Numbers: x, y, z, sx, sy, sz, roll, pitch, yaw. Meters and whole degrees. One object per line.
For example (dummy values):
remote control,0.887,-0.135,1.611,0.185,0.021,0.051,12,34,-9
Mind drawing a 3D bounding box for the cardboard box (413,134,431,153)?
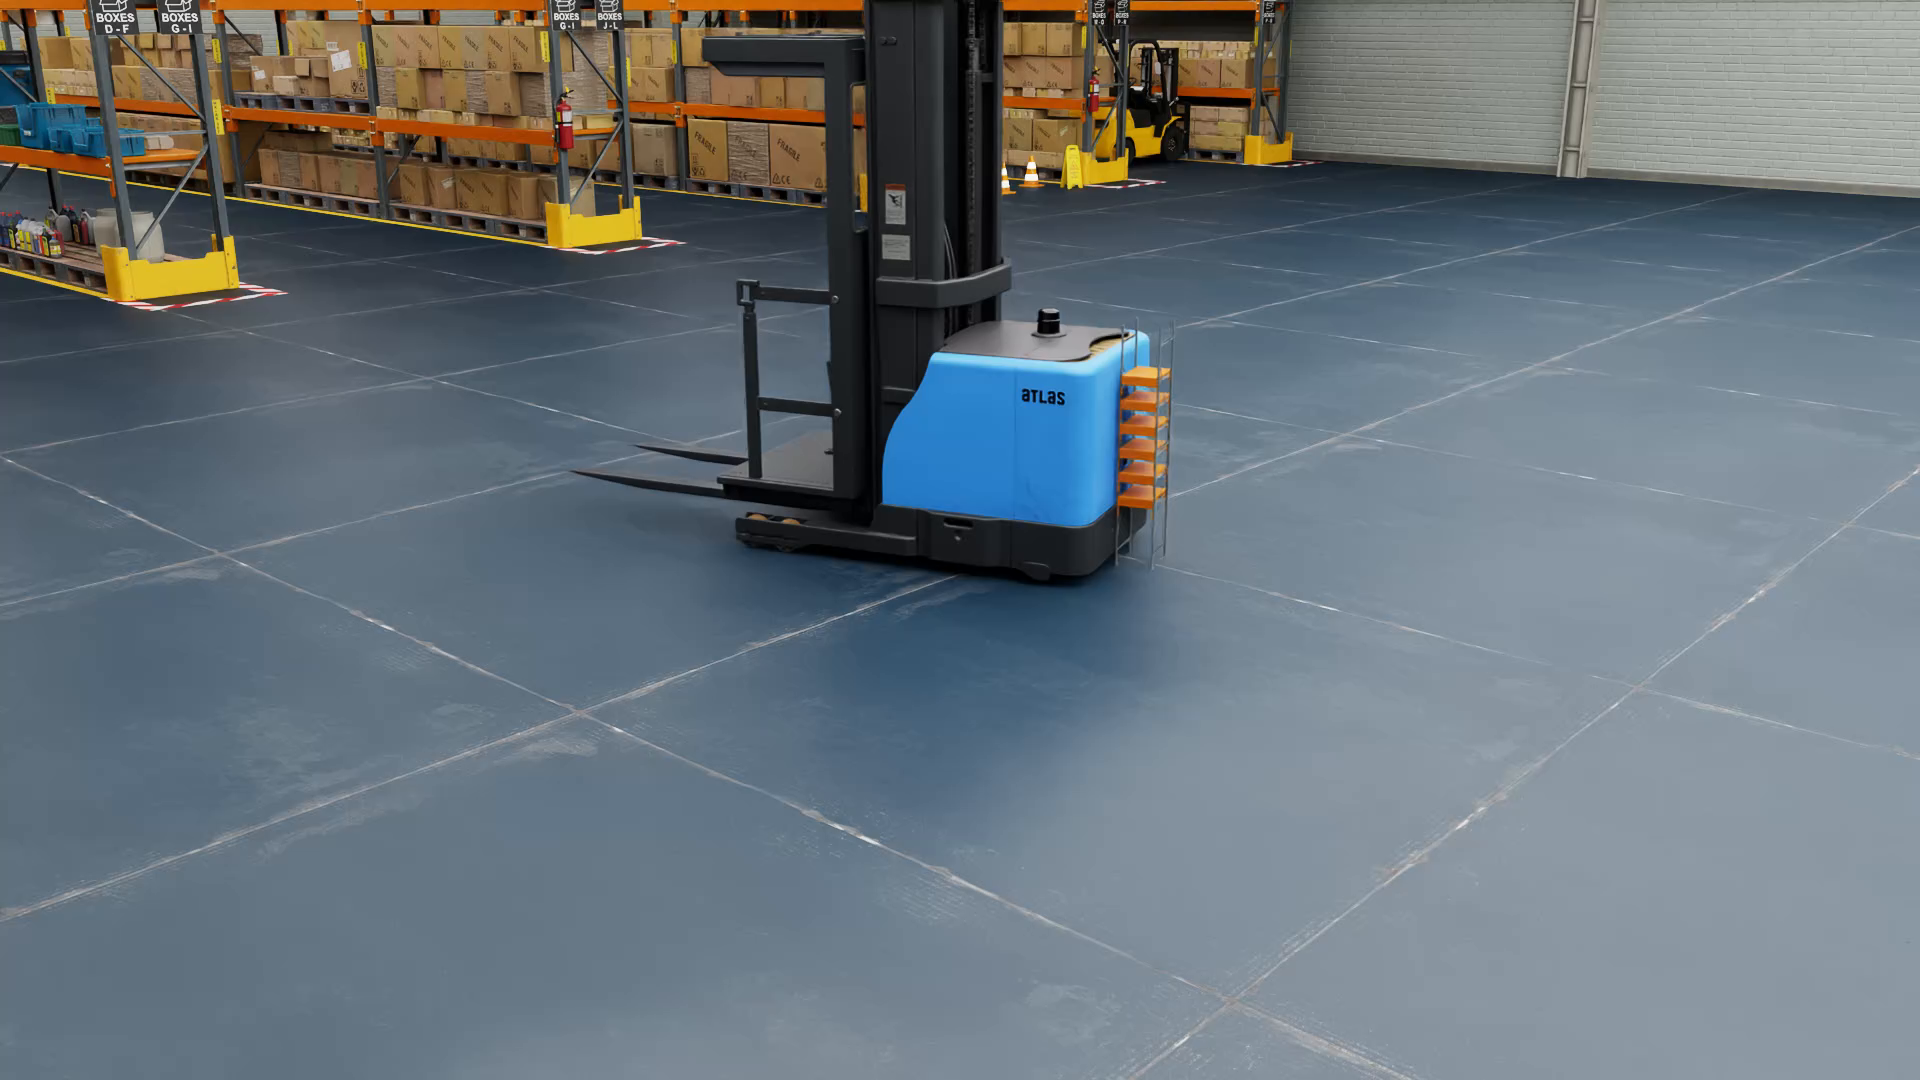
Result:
cardboard box,-9.505,-7.270,29.998,0.500,0.500,0.500,16,24,41

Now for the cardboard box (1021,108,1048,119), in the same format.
cardboard box,1.213,-6.917,26.987,0.250,0.149,0.380,16,24,41

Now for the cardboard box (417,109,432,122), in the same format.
cardboard box,-6.568,-5.326,20.850,0.250,0.149,0.380,15,23,39

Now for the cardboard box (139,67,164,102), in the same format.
cardboard box,-12.320,-7.065,25.749,0.500,0.500,0.500,14,23,38

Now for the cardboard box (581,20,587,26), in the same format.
cardboard box,-7.619,-10.610,34.193,0.250,0.149,0.380,15,23,39

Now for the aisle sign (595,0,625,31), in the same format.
aisle sign,-4.028,-6.253,19.058,0.004,0.787,0.394,15,23,39

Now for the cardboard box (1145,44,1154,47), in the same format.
cardboard box,3.662,-9.254,31.083,0.250,0.149,0.380,15,23,39

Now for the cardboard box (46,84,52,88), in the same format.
cardboard box,-15.231,-7.648,28.165,0.250,0.149,0.380,15,23,39

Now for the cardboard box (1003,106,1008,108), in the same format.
cardboard box,1.068,-8.606,34.001,0.625,0.625,0.875,14,22,37

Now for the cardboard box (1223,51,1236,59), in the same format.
cardboard box,4.940,-8.732,29.929,0.250,0.149,0.380,16,23,40

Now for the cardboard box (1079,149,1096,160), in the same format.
cardboard box,1.884,-6.314,27.401,0.500,0.250,0.500,15,23,39

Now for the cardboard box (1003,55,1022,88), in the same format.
cardboard box,0.972,-7.639,27.067,0.500,0.500,0.500,15,23,39

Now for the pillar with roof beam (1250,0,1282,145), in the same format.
pillar with roof beam,2.816,-10.553,26.989,0.400,9.000,9.100,15,23,39

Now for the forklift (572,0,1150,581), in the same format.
forklift,-0.595,-1.474,8.411,3.031,2.935,1.130,7,19,22

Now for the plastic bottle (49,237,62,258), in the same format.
plastic bottle,-9.226,-2.983,16.951,0.097,0.201,0.097,0,18,0

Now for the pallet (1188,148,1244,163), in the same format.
pallet,4.996,-7.139,30.758,1.213,0.211,1.003,15,23,39

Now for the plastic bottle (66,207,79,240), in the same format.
plastic bottle,-9.737,-3.485,18.287,0.185,0.351,0.144,14,22,37

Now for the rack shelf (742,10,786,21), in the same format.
rack shelf,-2.184,-9.492,29.792,4.000,0.370,1.077,15,23,39

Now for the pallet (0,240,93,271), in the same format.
pallet,-10.078,-3.167,18.243,1.213,0.211,1.003,15,23,39

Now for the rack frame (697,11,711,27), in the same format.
rack frame,-6.371,-11.537,40.005,0.127,3.000,1.000,15,23,39

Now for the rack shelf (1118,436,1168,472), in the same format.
rack shelf,0.896,-0.419,8.095,0.180,0.103,0.258,7,19,22

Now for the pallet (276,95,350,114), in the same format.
pallet,-8.750,-6.085,23.143,1.213,0.211,1.003,15,23,39

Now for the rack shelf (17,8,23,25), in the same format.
rack shelf,-12.049,-6.129,19.196,4.000,0.370,1.077,15,23,39

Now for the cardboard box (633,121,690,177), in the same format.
cardboard box,-4.422,-6.095,25.884,0.750,0.750,1.050,15,23,39

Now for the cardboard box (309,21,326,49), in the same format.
cardboard box,-11.958,-9.579,31.527,0.500,0.500,0.500,14,23,38

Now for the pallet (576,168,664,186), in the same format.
pallet,-5.442,-5.917,26.907,1.213,0.211,1.003,15,23,39

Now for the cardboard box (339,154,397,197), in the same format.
cardboard box,-8.055,-5.008,22.837,0.500,0.500,0.700,15,23,39

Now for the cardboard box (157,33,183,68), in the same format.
cardboard box,-11.785,-7.505,25.479,0.637,0.503,0.797,16,24,41

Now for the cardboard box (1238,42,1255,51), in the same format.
cardboard box,5.188,-8.847,29.800,0.250,0.149,0.380,15,23,39

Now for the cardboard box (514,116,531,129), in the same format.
cardboard box,-5.032,-4.938,19.627,0.250,0.149,0.380,15,23,39

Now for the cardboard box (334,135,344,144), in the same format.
cardboard box,-11.752,-7.679,31.867,0.250,0.149,0.380,14,22,37

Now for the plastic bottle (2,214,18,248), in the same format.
plastic bottle,-10.084,-3.294,17.684,0.185,0.351,0.144,14,22,37

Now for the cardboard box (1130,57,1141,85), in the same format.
cardboard box,3.543,-8.825,31.293,0.500,0.500,0.500,15,23,39

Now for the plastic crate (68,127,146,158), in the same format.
plastic crate,-8.134,-3.800,15.871,0.616,0.251,0.499,15,23,39

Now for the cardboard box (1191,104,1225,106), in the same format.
cardboard box,4.619,-8.032,31.160,0.500,0.250,0.500,15,23,39

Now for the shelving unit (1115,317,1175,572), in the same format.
shelving unit,0.896,-0.461,8.082,0.189,1.200,0.258,7,19,22

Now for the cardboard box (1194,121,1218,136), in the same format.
cardboard box,4.657,-7.582,30.569,0.500,0.250,0.500,15,23,39

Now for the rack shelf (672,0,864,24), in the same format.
rack shelf,-2.402,-7.549,23.669,4.000,0.370,1.077,15,23,39

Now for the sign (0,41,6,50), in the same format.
sign,-16.614,-8.497,28.864,0.005,0.325,0.100,15,23,39

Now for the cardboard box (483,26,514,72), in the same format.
cardboard box,-5.227,-5.778,19.549,0.500,0.500,0.500,15,23,39

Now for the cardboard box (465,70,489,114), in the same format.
cardboard box,-5.466,-5.448,20.162,0.500,0.500,0.875,15,23,39

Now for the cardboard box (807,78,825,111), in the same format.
cardboard box,-1.639,-6.301,23.260,0.550,0.550,0.875,15,23,39

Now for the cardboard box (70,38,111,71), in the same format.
cardboard box,-14.142,-7.929,27.153,0.500,0.500,0.500,15,23,40

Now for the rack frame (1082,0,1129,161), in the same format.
rack frame,2.304,-7.200,26.341,0.127,3.000,1.000,15,23,39

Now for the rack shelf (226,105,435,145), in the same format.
rack shelf,-8.761,-5.820,23.181,4.000,0.370,1.077,15,23,39

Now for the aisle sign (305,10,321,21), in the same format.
aisle sign,-12.728,-10.594,32.738,0.004,0.787,0.394,15,23,39

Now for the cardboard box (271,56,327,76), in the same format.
cardboard box,-9.343,-6.624,23.664,0.700,0.500,0.500,-14,22,-38

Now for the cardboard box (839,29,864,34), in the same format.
cardboard box,-1.158,-6.730,22.825,0.550,0.550,0.875,15,23,39

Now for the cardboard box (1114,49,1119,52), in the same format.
cardboard box,3.076,-9.263,31.603,0.250,0.149,0.380,15,23,39

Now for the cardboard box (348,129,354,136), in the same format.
cardboard box,-11.435,-7.786,31.714,0.250,0.149,0.380,16,24,42

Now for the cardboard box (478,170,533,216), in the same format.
cardboard box,-5.655,-4.338,20.761,0.500,0.500,0.500,-16,23,-41
